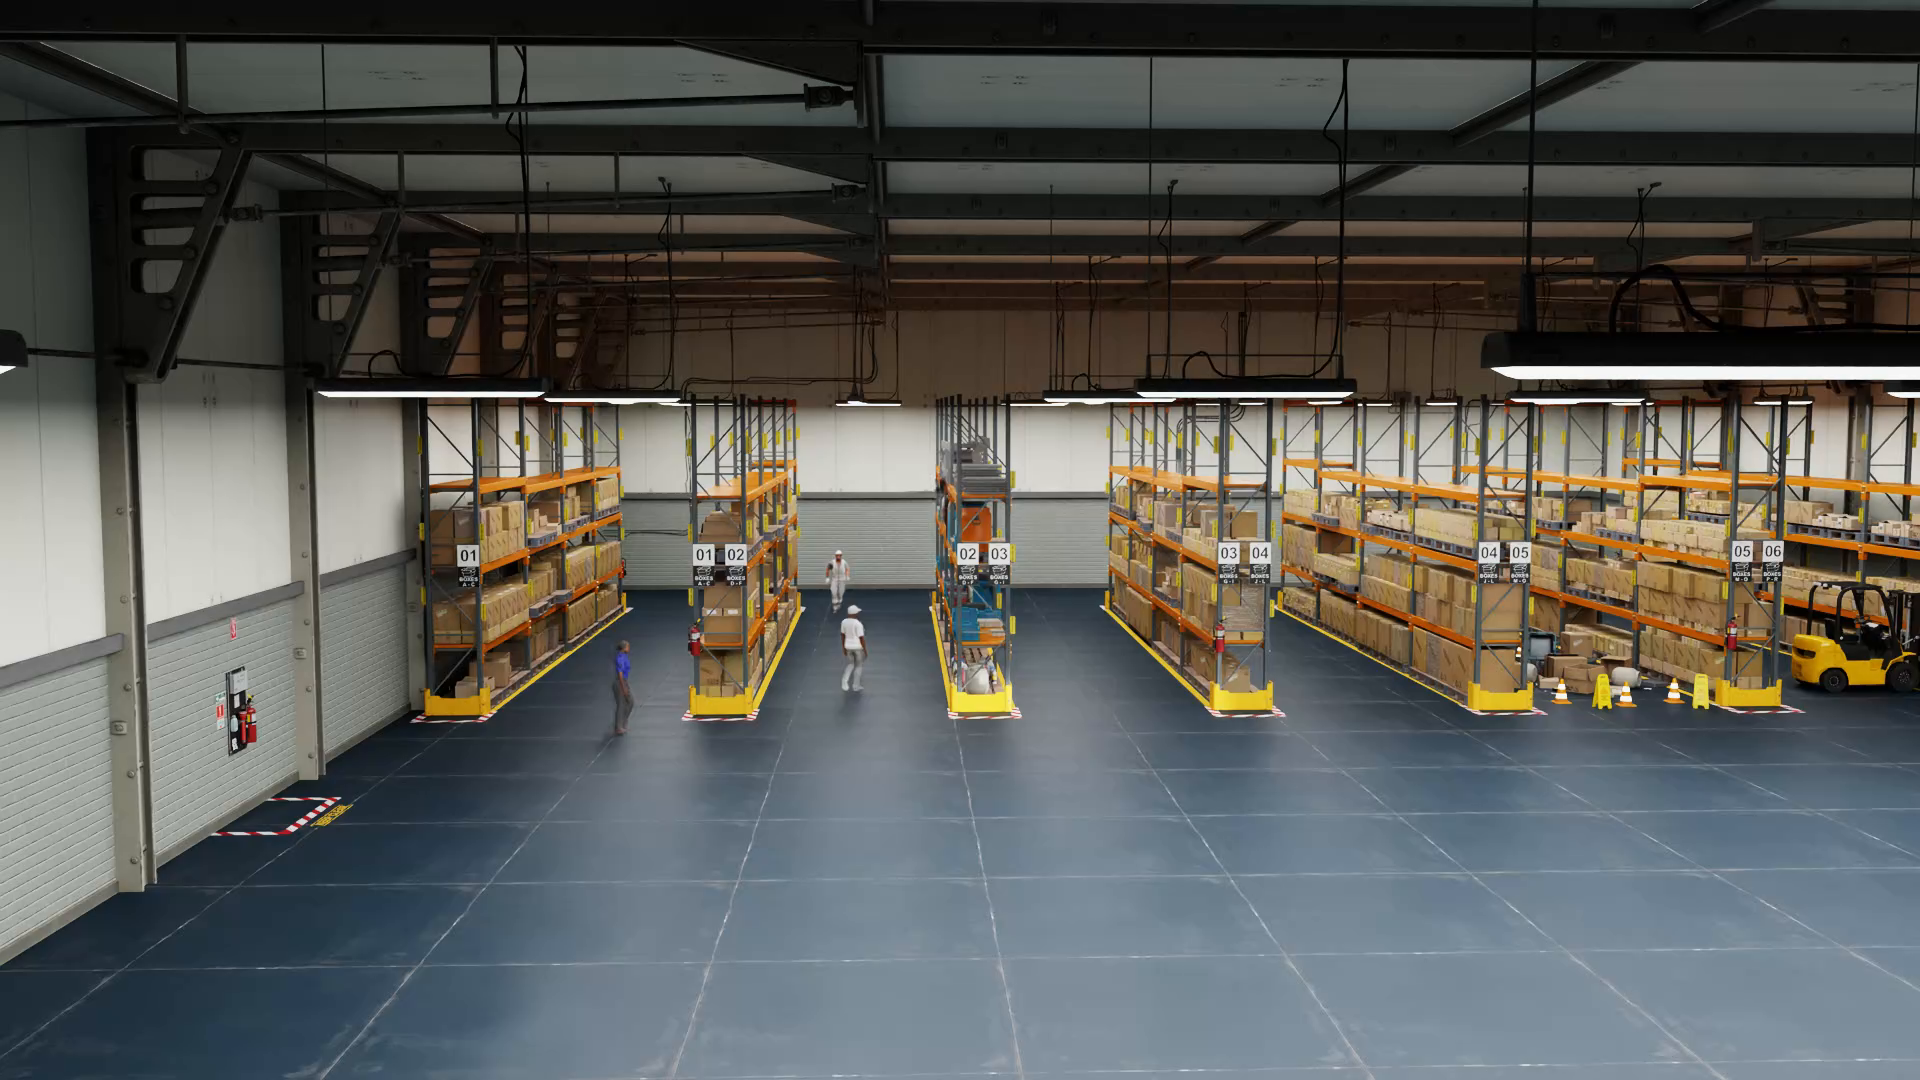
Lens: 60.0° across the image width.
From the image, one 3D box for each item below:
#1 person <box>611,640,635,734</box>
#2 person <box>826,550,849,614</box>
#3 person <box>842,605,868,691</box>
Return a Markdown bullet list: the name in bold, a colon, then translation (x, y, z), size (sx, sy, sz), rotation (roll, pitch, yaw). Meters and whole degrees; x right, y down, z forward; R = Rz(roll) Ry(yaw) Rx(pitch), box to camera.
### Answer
- **person**: translation (-5.995, 2.612, 29.467), size (0.353, 1.703, 0.567), rotation (0, 5, 4)
- **person**: translation (-3.454, 1.193, 46.940), size (0.661, 1.812, 0.877), rotation (0, 5, -4)
- **person**: translation (-2.155, 2.182, 33.563), size (0.581, 1.745, 0.543), rotation (3, 5, 32)
